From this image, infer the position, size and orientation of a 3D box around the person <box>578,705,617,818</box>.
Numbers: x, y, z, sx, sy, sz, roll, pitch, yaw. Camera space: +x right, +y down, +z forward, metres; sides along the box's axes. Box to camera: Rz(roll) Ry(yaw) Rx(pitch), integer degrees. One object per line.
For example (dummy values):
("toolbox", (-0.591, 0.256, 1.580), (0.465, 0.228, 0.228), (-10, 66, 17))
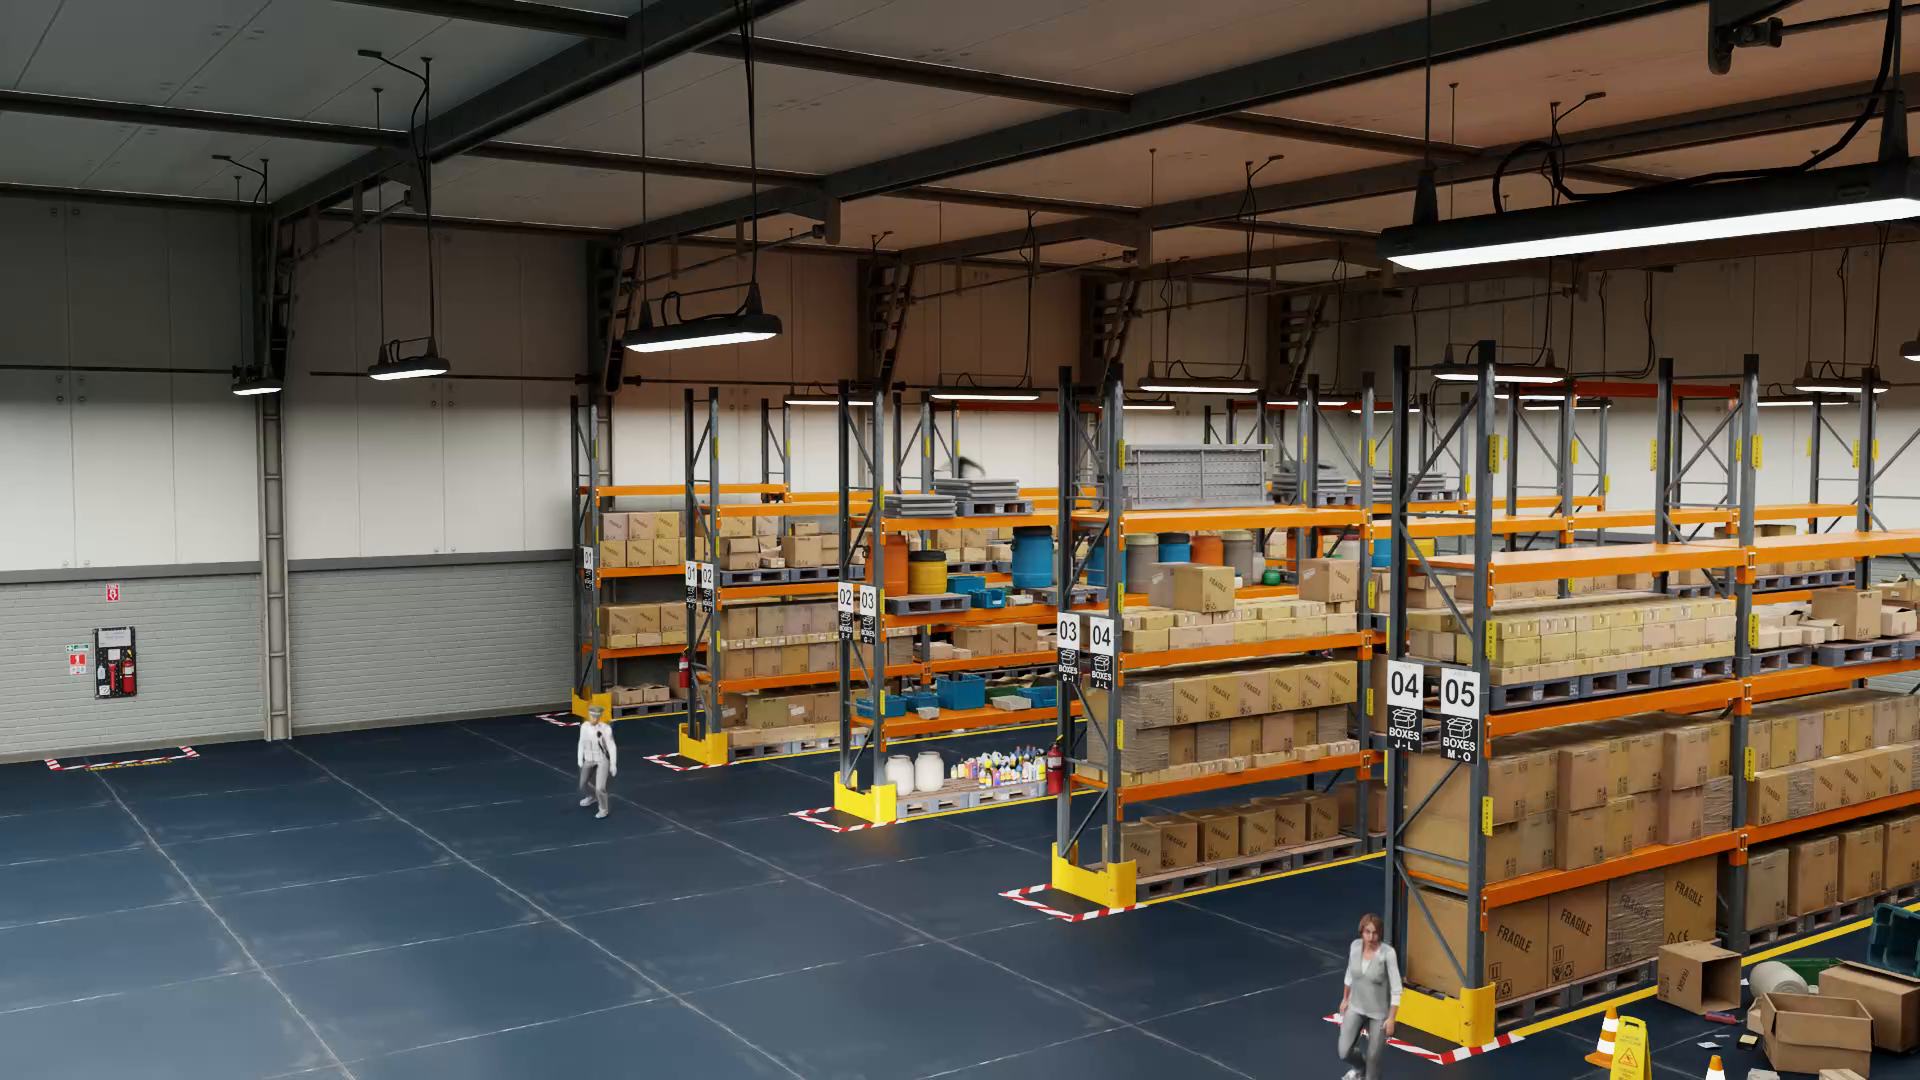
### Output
("person", (-5.004, 3.007, 22.878), (0.788, 1.566, 0.737), (1, 4, 18))

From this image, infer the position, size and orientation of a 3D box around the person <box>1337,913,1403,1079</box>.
("person", (3.150, 3.635, 12.751), (0.540, 1.549, 0.508), (2, 4, 31))
